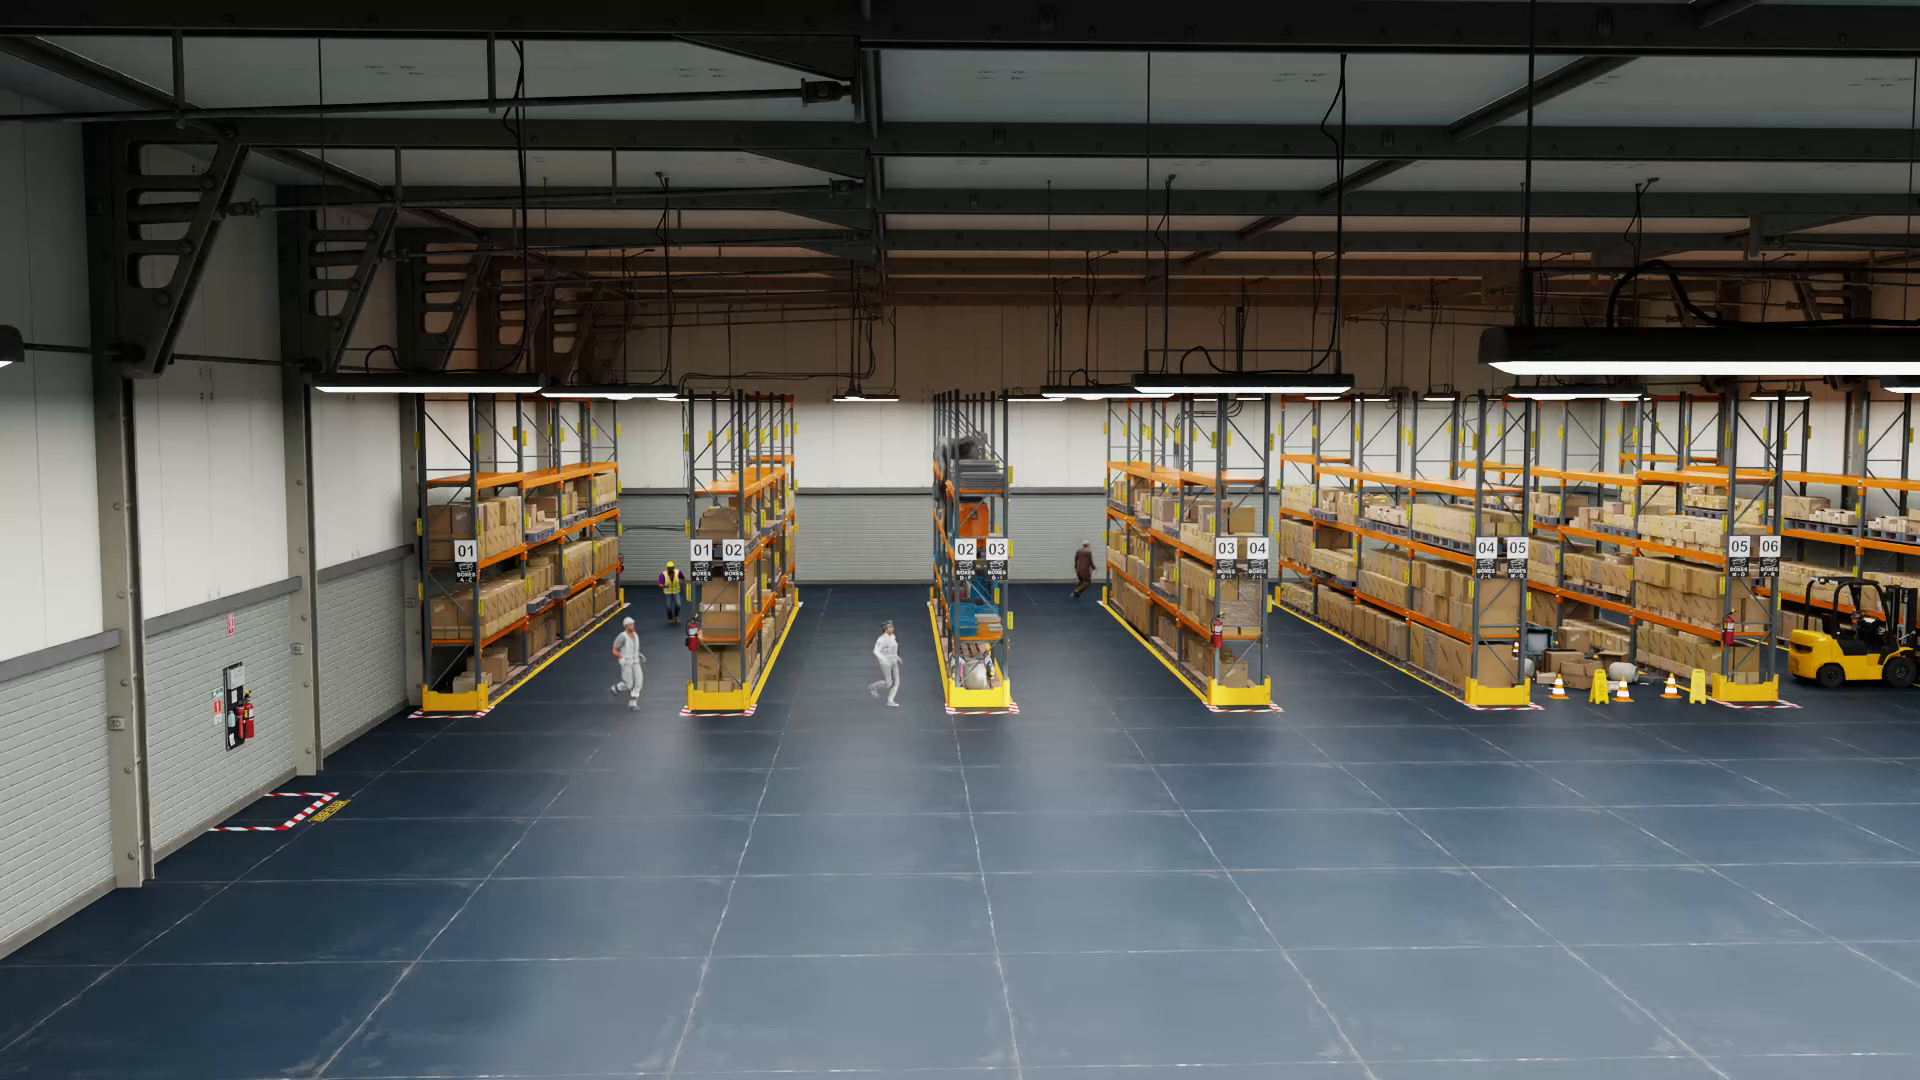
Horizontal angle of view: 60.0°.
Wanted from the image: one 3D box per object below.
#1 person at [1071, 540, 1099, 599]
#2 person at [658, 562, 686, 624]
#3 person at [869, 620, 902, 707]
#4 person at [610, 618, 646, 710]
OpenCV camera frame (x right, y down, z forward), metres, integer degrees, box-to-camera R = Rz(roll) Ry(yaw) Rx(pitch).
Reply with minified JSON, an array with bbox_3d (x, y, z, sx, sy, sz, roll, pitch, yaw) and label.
[{"bbox_3d":[3.638,0.867,48.856,0.751,1.721,0.728,-2,5,-26],"label":"person"},{"bbox_3d":[-7.455,1.369,43.140,0.729,1.654,0.897,-1,5,-13],"label":"person"},{"bbox_3d":[-1.412,2.331,31.605,0.659,1.651,0.628,4,6,38],"label":"person"},{"bbox_3d":[-6.258,2.315,31.234,0.750,1.740,0.665,4,6,37],"label":"person"}]
